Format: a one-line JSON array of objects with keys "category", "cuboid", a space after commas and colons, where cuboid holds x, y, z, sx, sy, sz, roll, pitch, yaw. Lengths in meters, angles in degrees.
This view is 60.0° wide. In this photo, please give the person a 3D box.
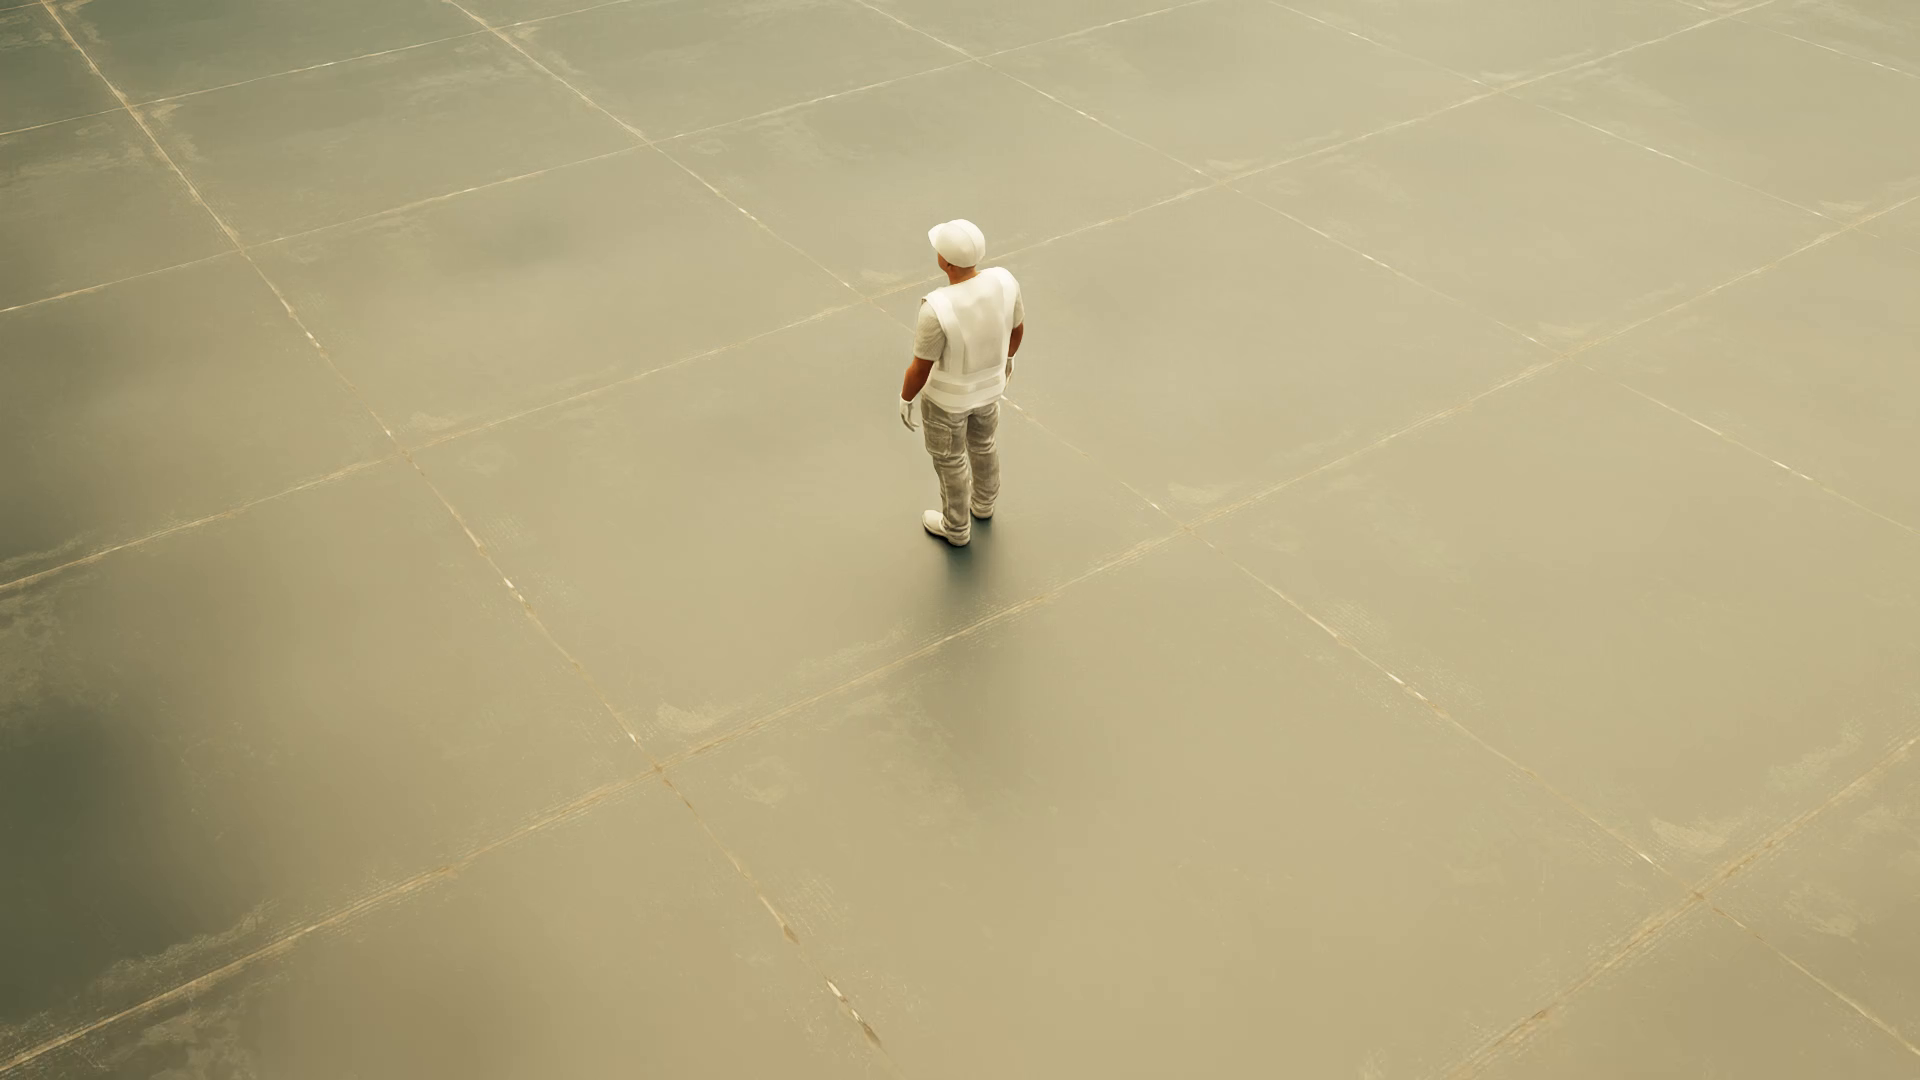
[{"category": "person", "cuboid": [-0.035, -0.761, 7.927, 0.657, 1.785, 0.575, -23, 42, -28]}]
